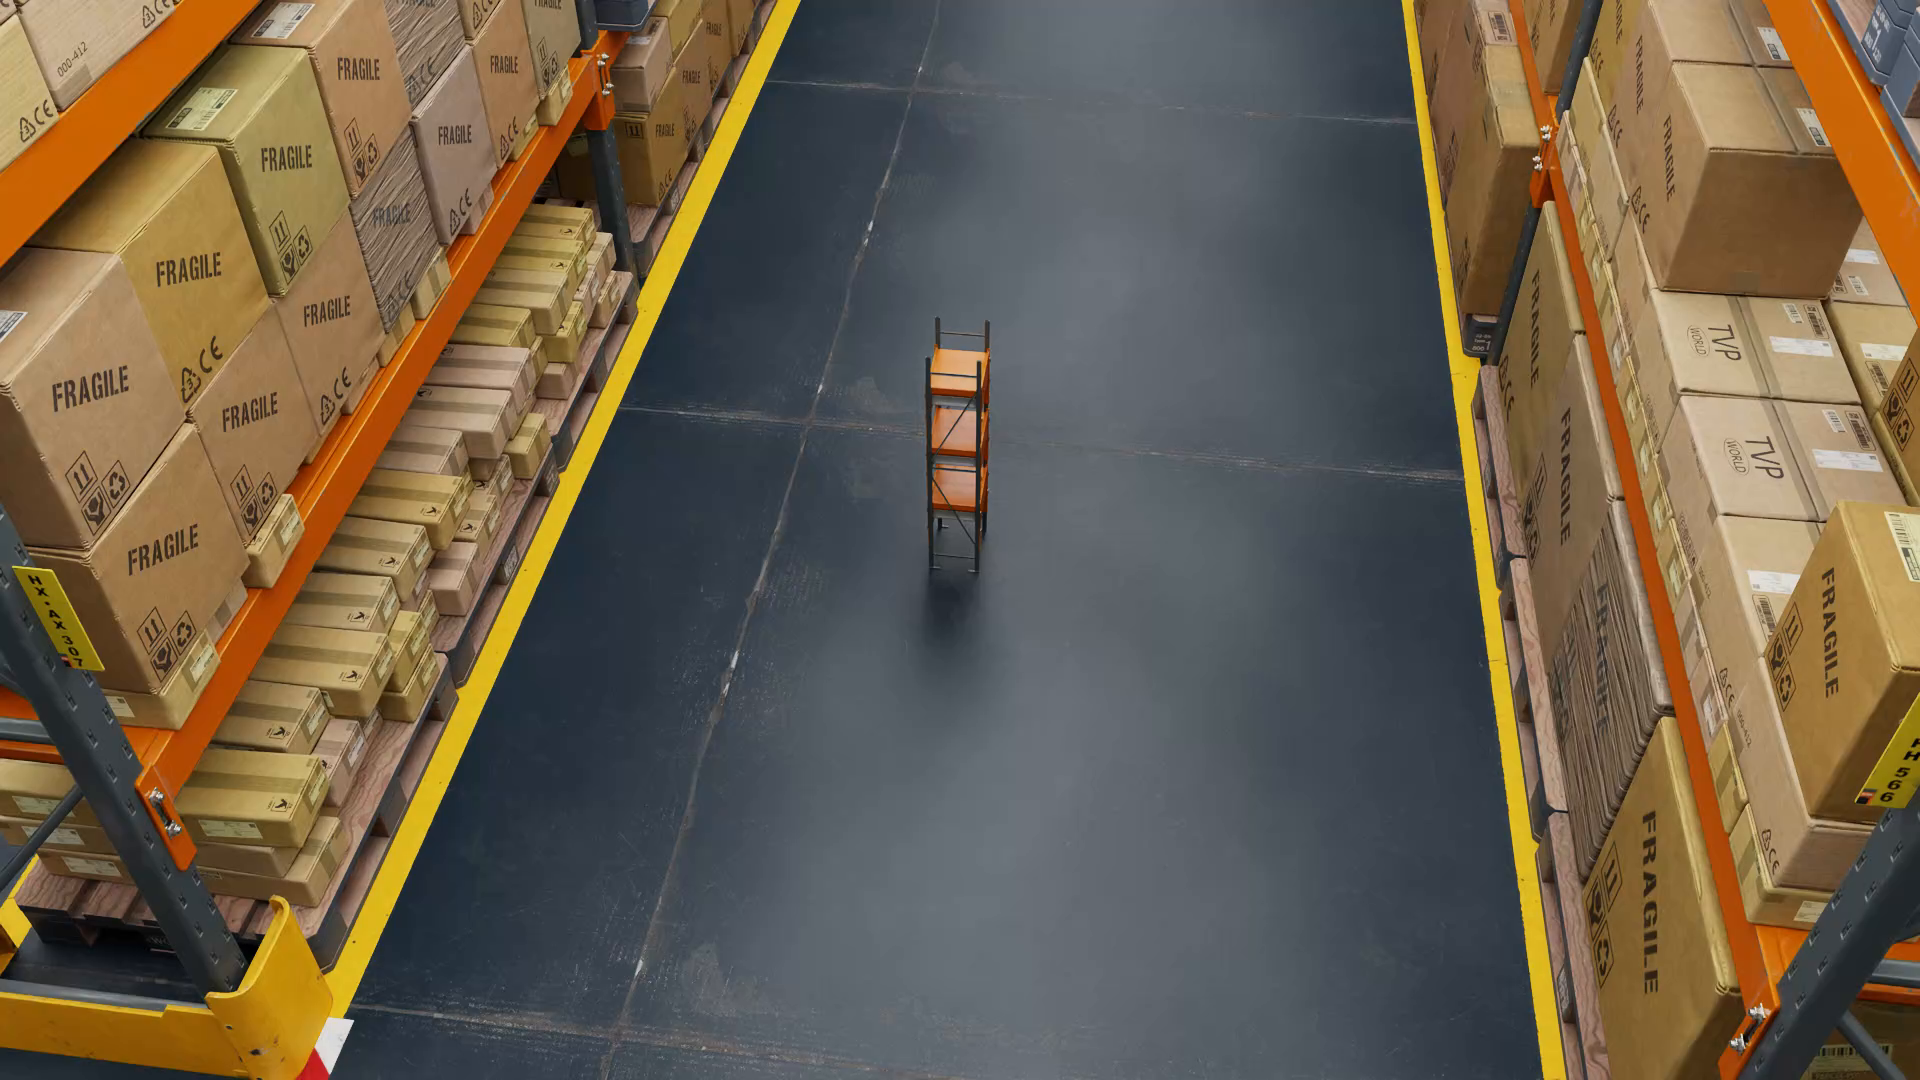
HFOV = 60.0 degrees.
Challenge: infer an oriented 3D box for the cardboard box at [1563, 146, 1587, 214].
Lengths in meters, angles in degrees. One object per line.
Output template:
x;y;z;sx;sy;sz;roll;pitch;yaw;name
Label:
2.458;-1.319;6.144;0.380;0.149;0.250;4;44;4;cardboard box

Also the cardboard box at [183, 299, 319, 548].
-2.192;-0.347;4.646;0.500;0.500;0.500;5;44;6;cardboard box

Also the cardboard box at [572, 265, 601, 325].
-1.792;-1.077;7.257;0.380;0.149;0.250;3;44;4;cardboard box

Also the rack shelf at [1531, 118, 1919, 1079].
2.597;-0.137;5.236;1.077;0.370;4.000;5;44;6;rack shelf

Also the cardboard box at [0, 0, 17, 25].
-2.253;-1.053;3.244;0.500;0.250;0.500;6;44;6;cardboard box

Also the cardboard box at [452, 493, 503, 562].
-1.993;-0.055;6.395;0.380;0.149;0.250;5;44;6;cardboard box

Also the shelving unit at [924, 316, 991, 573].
-0.007;-0.345;6.351;0.215;1.050;0.252;5;44;6;shelving unit

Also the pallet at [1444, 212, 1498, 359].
2.889;-1.281;7.949;1.003;0.211;1.213;5;44;6;pallet

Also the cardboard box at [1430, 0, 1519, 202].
3.044;-2.189;8.120;1.225;0.875;0.875;4;44;4;cardboard box

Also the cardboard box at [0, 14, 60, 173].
-2.258;-0.872;3.417;0.500;0.250;0.500;7;44;7;cardboard box

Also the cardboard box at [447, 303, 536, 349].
-1.963;-0.830;6.780;0.380;0.149;0.250;7;44;7;cardboard box

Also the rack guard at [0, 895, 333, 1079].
-2.560;1.301;5.012;1.175;0.500;0.348;5;44;6;rack guard

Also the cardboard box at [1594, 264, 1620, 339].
2.357;-0.786;5.581;0.380;0.149;0.250;5;44;5;cardboard box

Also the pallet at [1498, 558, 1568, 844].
2.525;0.597;5.966;1.003;0.211;1.213;5;44;6;pallet

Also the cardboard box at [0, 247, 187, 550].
-2.248;-0.344;3.915;0.500;0.500;0.500;5;44;5;cardboard box

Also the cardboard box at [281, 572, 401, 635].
-2.136;0.251;5.639;0.380;0.149;0.250;3;44;3;cardboard box

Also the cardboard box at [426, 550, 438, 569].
-2.133;-0.013;6.134;0.380;0.149;0.250;7;44;8;cardboard box

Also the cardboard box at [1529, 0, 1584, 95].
2.653;-2.141;6.756;0.500;0.500;0.500;5;44;6;cardboard box

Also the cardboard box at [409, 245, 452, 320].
-1.983;-0.901;5.703;0.380;0.149;0.250;6;44;6;cardboard box

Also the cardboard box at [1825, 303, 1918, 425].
2.860;-0.444;4.930;0.500;0.250;0.500;4;44;5;cardboard box

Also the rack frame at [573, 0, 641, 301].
-2.042;-2.281;6.977;1.000;3.000;0.127;5;44;6;rack frame

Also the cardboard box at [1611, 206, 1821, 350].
2.406;-0.826;5.333;0.500;0.250;0.500;6;44;7;cardboard box

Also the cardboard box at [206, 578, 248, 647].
-2.210;0.168;4.573;0.380;0.149;0.250;7;44;7;cardboard box

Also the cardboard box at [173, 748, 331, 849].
-2.164;0.786;5.074;0.380;0.149;0.250;3;44;4;cardboard box

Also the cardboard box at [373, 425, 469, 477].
-2.072;-0.293;6.213;0.380;0.149;0.250;5;44;6;cardboard box

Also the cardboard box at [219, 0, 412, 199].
-2.033;-1.388;5.018;0.500;0.500;0.500;4;44;4;cardboard box

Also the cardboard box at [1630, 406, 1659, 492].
2.256;-0.258;5.024;0.380;0.149;0.250;6;44;6;cardboard box

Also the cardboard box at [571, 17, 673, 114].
-1.682;-2.277;7.941;0.500;0.250;0.500;3;44;4;cardboard box

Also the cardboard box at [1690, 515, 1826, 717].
2.201;0.212;4.238;0.500;0.250;0.500;5;44;5;cardboard box

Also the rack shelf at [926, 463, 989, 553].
-0.007;-0.135;6.549;0.215;0.259;0.240;5;44;6;rack shelf

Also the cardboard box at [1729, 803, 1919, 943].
2.053;0.784;3.923;0.380;0.149;0.250;6;44;6;cardboard box

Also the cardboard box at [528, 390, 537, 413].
-1.999;-0.576;6.944;0.380;0.149;0.250;4;44;4;cardboard box

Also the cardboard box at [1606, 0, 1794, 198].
2.472;-1.449;5.446;0.500;0.500;0.500;5;44;6;cardboard box

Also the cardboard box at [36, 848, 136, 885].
-2.708;0.950;5.333;0.380;0.149;0.250;6;44;6;cardboard box

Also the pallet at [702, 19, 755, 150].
-1.781;-2.633;9.377;1.003;0.211;1.213;5;44;6;pallet

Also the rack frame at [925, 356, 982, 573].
-0.023;-0.262;6.263;0.200;1.050;0.008;5;44;6;rack frame

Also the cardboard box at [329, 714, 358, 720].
-2.210;0.530;5.560;0.380;0.149;0.250;6;44;6;cardboard box

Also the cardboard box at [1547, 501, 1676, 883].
2.458;0.521;5.258;0.875;0.875;0.875;5;44;6;cardboard box

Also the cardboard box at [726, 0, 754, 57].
-1.467;-3.064;9.317;0.500;0.500;0.500;3;44;4;cardboard box

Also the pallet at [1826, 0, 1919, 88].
2.579;-1.432;3.964;1.003;0.211;1.213;5;44;6;pallet

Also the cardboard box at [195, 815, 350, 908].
-2.184;1.000;5.280;0.380;0.149;0.250;6;44;6;cardboard box

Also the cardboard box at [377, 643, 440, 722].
-2.062;0.480;5.829;0.380;0.149;0.250;6;44;6;cardboard box

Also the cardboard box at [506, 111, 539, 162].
-1.868;-1.611;6.453;0.380;0.149;0.250;7;44;7;cardboard box

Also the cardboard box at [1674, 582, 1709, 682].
2.154;0.265;4.472;0.380;0.149;0.250;6;44;6;cardboard box

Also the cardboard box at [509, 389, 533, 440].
-1.954;-0.555;6.706;0.380;0.149;0.250;6;44;7;cardboard box

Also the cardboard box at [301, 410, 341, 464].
-2.163;-0.382;5.154;0.380;0.149;0.250;5;44;5;cardboard box

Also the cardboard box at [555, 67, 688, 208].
-1.681;-2.005;8.198;0.500;0.500;0.500;7;44;7;cardboard box

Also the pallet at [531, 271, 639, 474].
-2.095;-0.807;7.449;1.003;0.211;1.213;5;44;6;pallet

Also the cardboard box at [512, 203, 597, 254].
-1.831;-1.348;7.327;0.380;0.149;0.250;6;44;7;cardboard box

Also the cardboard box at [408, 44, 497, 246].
-1.962;-1.377;5.734;0.500;0.500;0.500;5;44;5;cardboard box

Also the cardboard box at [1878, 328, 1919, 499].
2.792;-0.358;4.293;0.500;0.500;0.500;4;44;4;cardboard box
